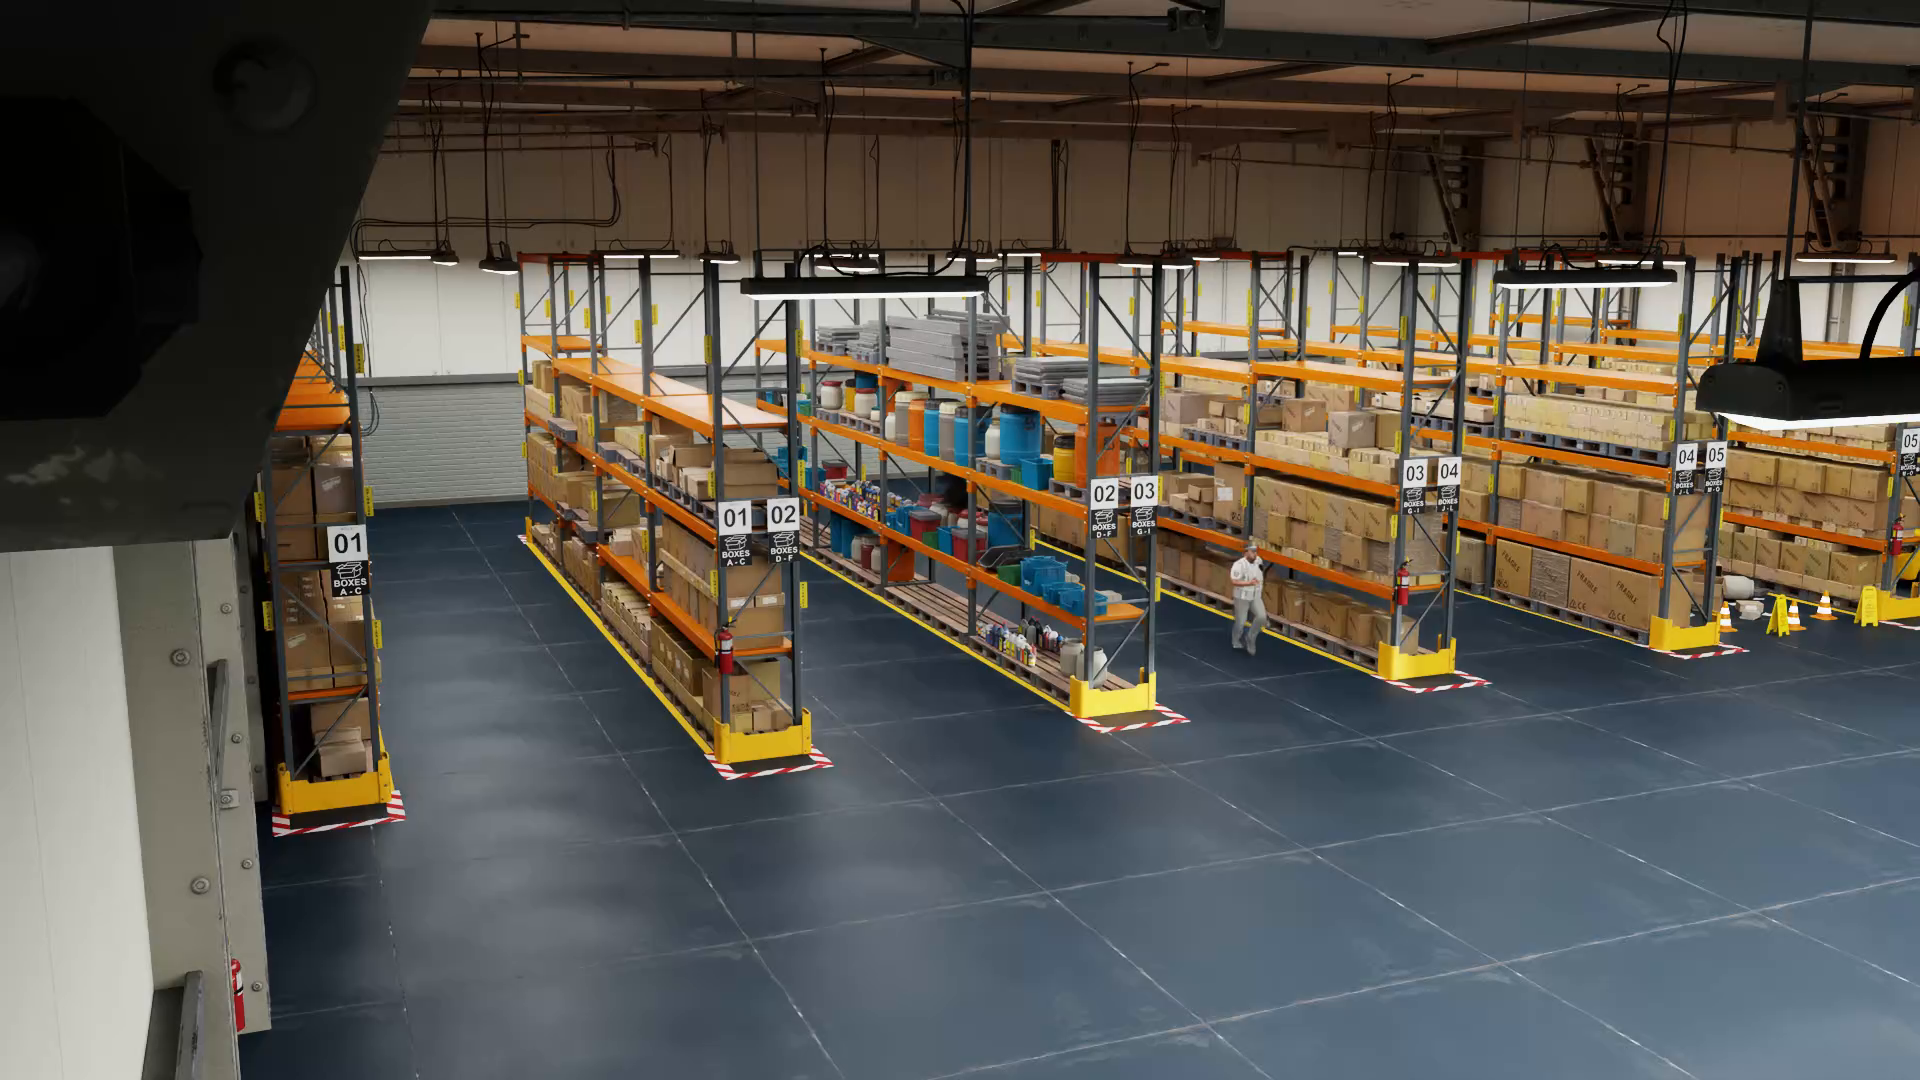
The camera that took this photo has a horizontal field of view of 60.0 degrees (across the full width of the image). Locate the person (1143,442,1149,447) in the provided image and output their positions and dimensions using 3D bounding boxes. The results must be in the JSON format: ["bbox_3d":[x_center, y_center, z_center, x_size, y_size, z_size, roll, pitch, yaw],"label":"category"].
[{"bbox_3d":[4.145,-1.283,37.133,0.616,1.846,0.846,-4,11,-23],"label":"person"}]

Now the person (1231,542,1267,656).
[{"bbox_3d":[4.399,0.876,25.340,0.693,1.776,0.831,-4,11,-21],"label":"person"}]
